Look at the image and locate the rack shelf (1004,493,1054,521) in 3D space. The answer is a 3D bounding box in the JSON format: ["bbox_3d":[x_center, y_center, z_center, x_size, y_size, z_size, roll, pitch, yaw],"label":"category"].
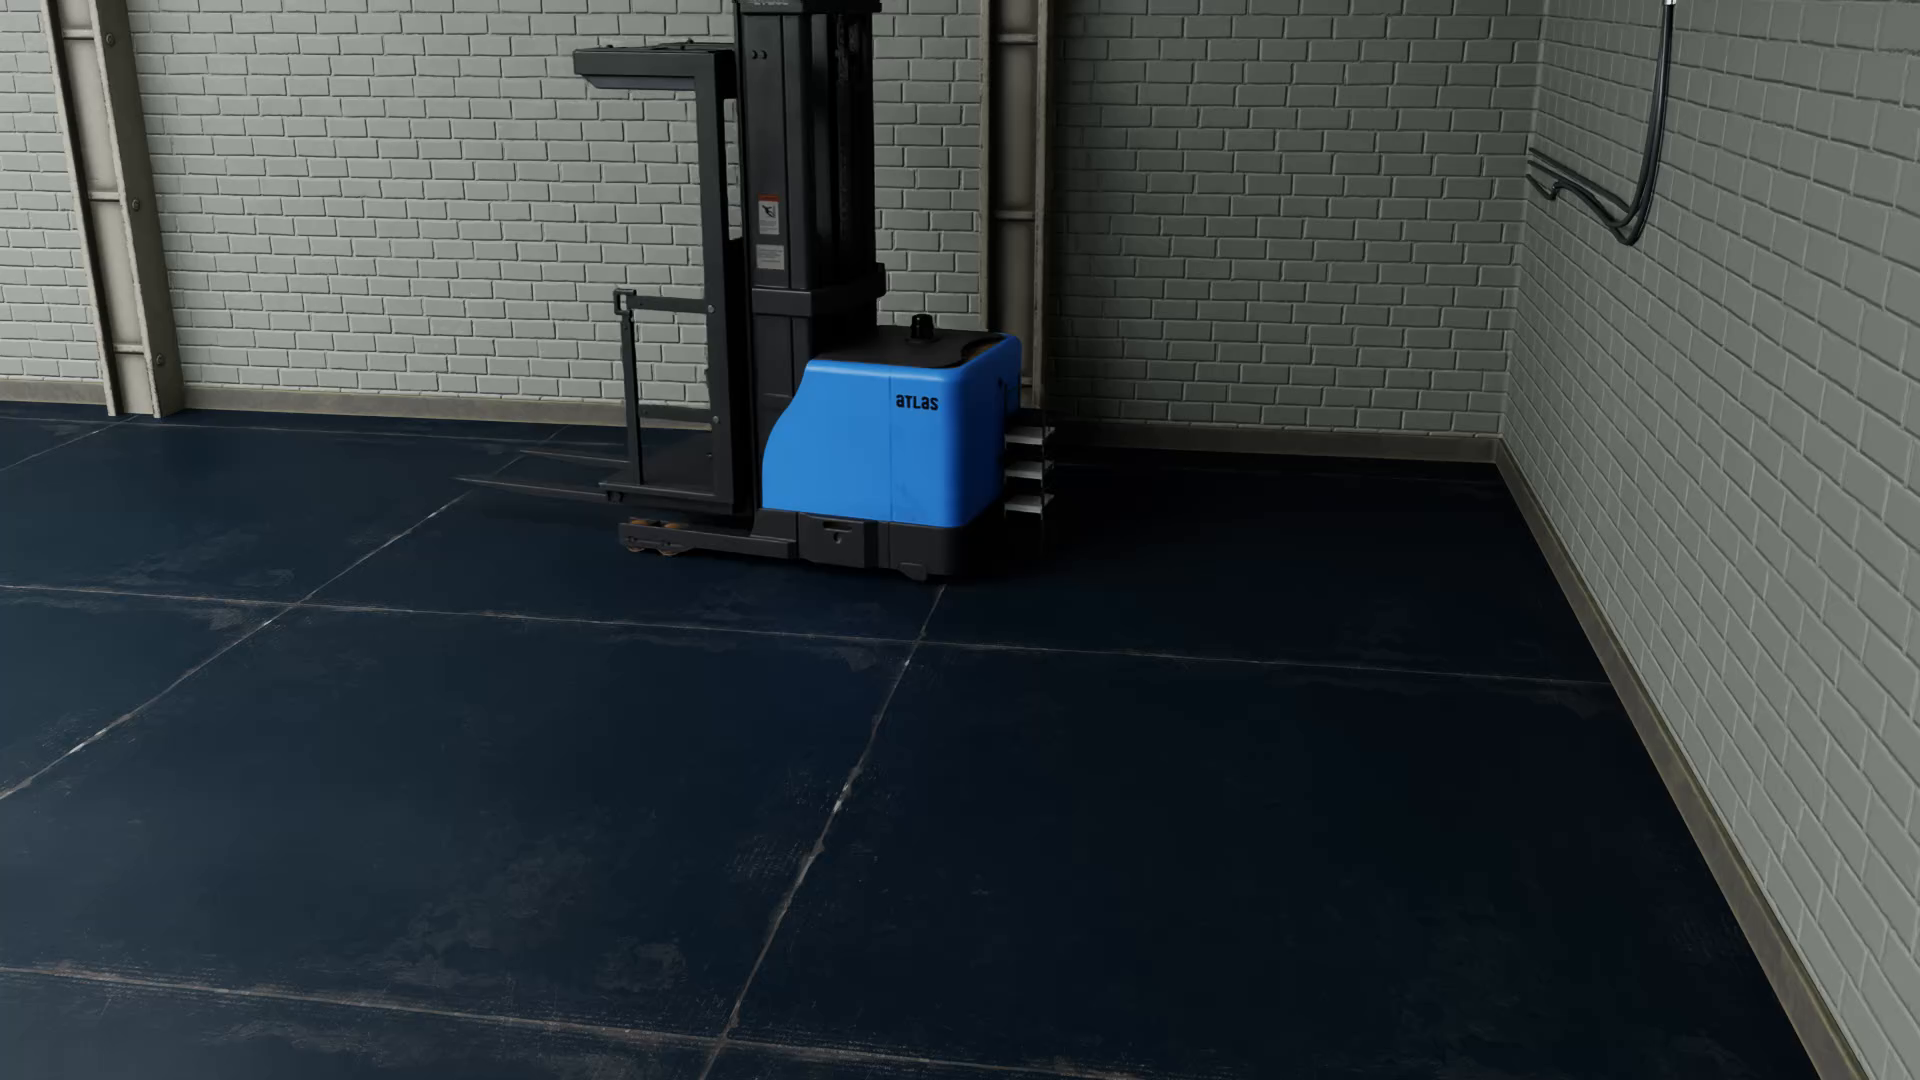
[{"bbox_3d":[0.362,-0.181,8.597,0.200,0.077,0.258,6,20,18],"label":"rack shelf"}]

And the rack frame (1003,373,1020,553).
[{"bbox_3d":[0.266,-0.394,8.561,0.006,0.900,0.240,6,20,18],"label":"rack frame"}]

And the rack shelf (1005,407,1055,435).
[{"bbox_3d":[0.362,-0.607,8.454,0.200,0.077,0.258,6,20,18],"label":"rack shelf"}]

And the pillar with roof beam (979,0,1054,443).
[{"bbox_3d":[-0.348,-3.503,5.090,0.400,9.000,9.100,3,19,9],"label":"pillar with roof beam"}]

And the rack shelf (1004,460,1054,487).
[{"bbox_3d":[0.362,-0.351,8.540,0.200,0.077,0.258,6,20,18],"label":"rack shelf"}]

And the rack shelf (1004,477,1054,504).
[{"bbox_3d":[0.362,-0.266,8.568,0.200,0.077,0.258,6,20,18],"label":"rack shelf"}]

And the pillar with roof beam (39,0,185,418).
[{"bbox_3d":[-6.272,-3.805,5.992,0.400,9.000,9.100,3,19,9],"label":"pillar with roof beam"}]

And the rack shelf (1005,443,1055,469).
[{"bbox_3d":[0.362,-0.437,8.511,0.200,0.077,0.258,6,20,18],"label":"rack shelf"}]

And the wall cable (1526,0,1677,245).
[{"bbox_3d":[3.034,-2.816,7.932,0.112,2.526,3.097,3,19,9],"label":"wall cable"}]

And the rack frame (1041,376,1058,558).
[{"bbox_3d":[0.458,-0.372,8.497,0.006,0.900,0.240,6,20,18],"label":"rack frame"}]

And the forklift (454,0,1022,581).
[{"bbox_3d":[-1.240,-1.456,8.536,3.031,2.935,1.130,6,20,18],"label":"forklift"}]

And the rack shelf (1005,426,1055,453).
[{"bbox_3d":[0.362,-0.522,8.483,0.200,0.077,0.258,6,20,18],"label":"rack shelf"}]

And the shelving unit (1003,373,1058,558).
[{"bbox_3d":[0.362,-0.383,8.529,0.210,0.900,0.258,6,20,18],"label":"shelving unit"}]
